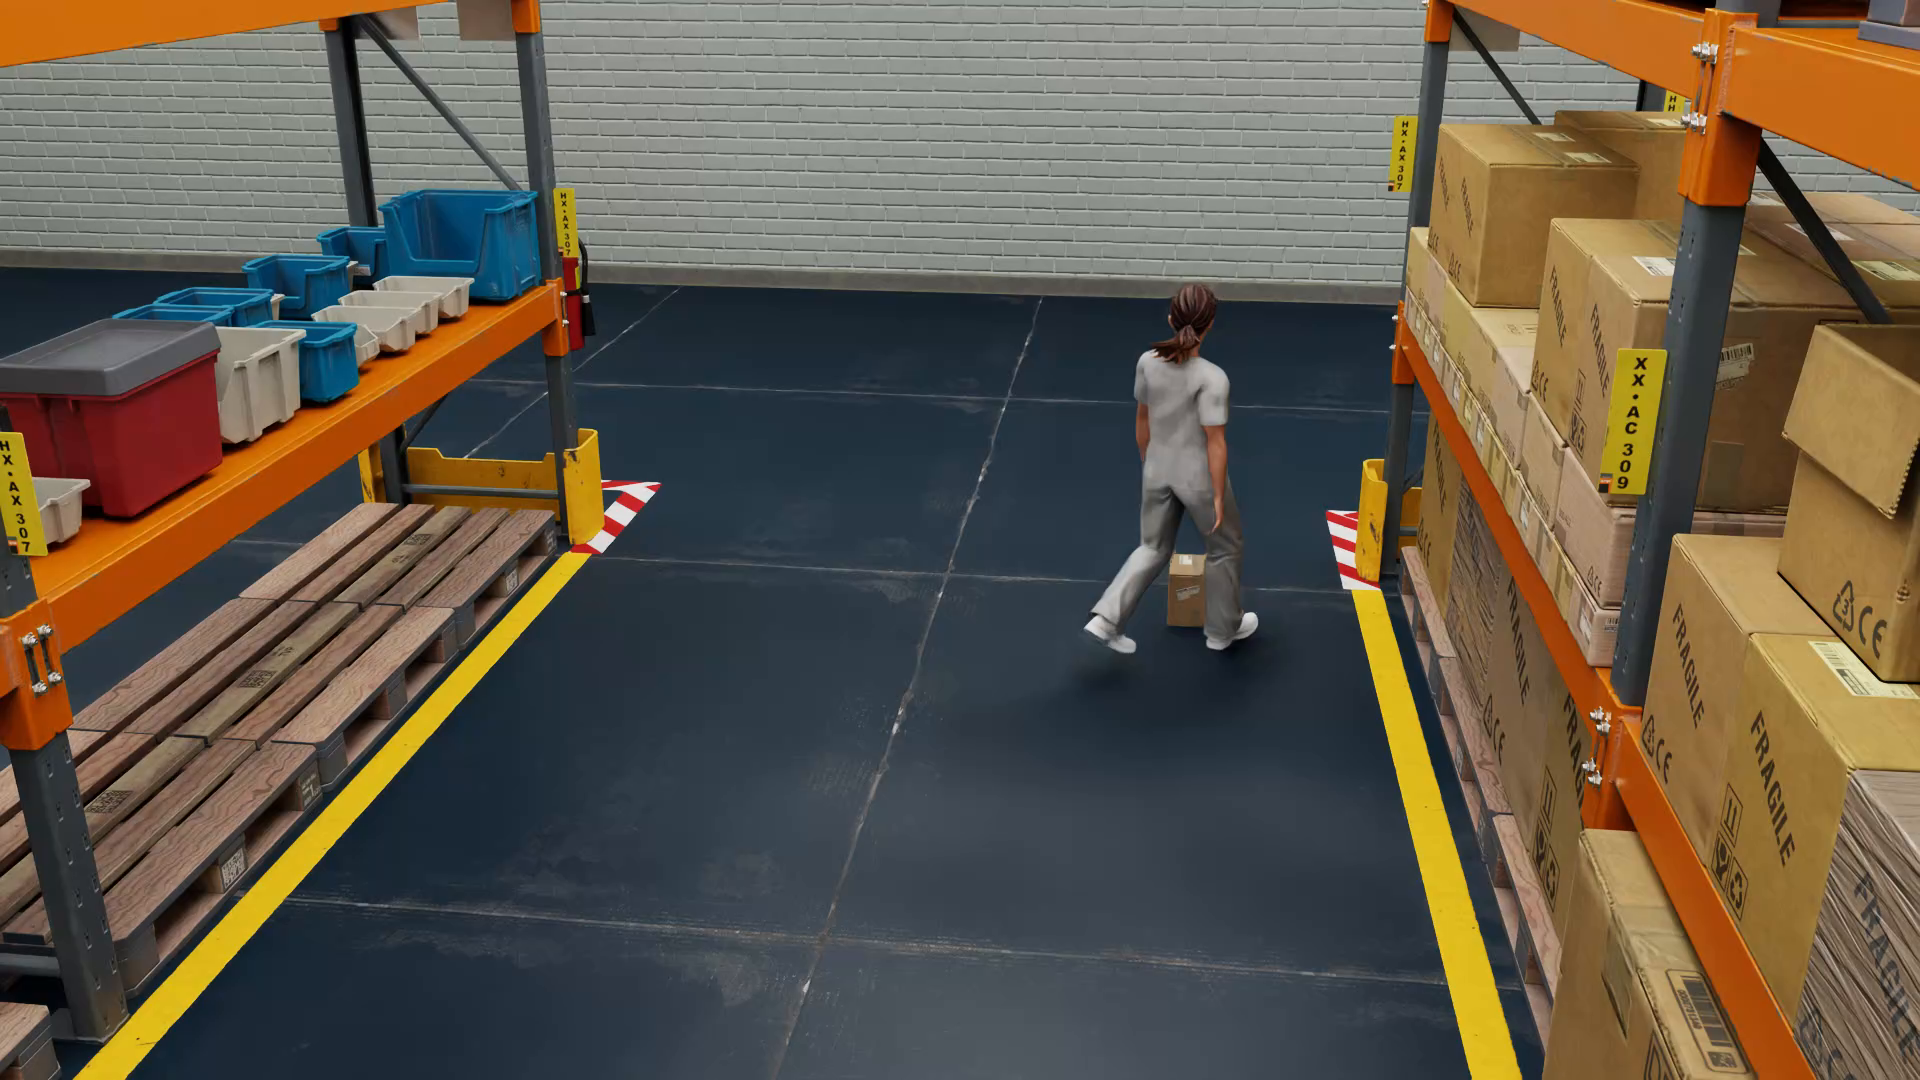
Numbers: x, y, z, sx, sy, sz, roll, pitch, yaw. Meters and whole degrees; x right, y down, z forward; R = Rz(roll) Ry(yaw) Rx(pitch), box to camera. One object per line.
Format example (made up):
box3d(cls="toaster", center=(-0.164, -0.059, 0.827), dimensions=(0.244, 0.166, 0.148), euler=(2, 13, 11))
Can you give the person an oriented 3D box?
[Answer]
box3d(cls="person", center=(0.930, -0.258, 6.795), dimensions=(0.458, 1.629, 0.918), euler=(17, 27, 37))
